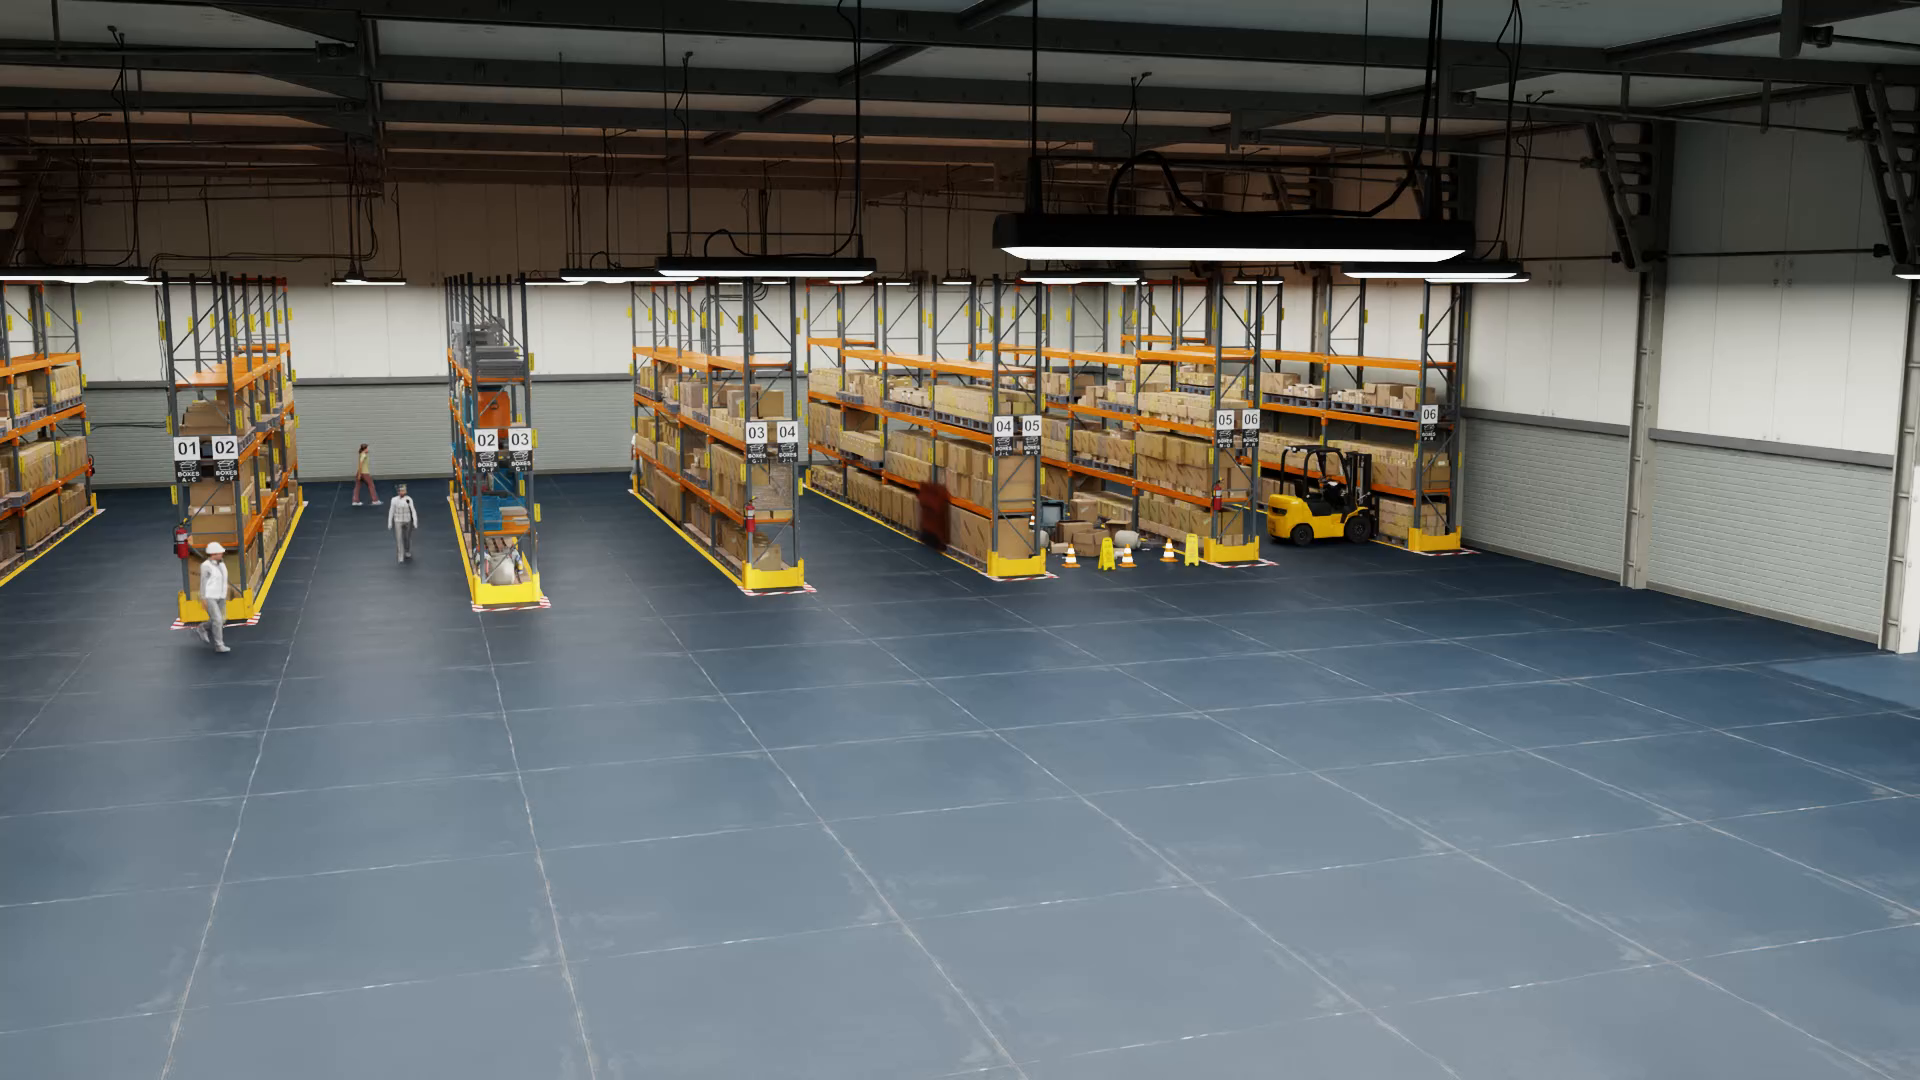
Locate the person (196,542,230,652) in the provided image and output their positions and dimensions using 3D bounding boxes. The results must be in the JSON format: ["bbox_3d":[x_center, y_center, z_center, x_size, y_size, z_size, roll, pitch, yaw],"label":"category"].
[{"bbox_3d":[-11.903,0.888,26.402,0.855,1.744,0.538,4,9,23],"label":"person"}]

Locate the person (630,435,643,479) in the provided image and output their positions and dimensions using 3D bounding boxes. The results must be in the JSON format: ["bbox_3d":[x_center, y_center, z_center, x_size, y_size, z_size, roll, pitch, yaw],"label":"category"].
[{"bbox_3d":[-9.397,-2.563,49.185,1.113,1.698,0.582,5,10,30],"label":"person"}]

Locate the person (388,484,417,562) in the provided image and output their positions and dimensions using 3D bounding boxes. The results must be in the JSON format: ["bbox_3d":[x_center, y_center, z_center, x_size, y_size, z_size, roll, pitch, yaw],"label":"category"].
[{"bbox_3d":[-11.784,-0.387,35.138,0.593,1.610,1.042,-3,9,-18],"label":"person"}]

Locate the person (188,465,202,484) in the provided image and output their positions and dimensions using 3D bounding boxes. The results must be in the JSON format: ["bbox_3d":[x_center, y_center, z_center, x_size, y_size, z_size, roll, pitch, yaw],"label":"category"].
[{"bbox_3d":[-18.889,-1.304,41.334,0.621,1.630,0.730,-1,9,-9],"label":"person"}]

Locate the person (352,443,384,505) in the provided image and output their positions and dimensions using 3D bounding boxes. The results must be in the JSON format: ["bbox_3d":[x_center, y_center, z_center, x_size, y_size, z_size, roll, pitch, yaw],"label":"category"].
[{"bbox_3d":[-15.814,-1.745,44.144,0.434,1.643,0.859,6,10,34],"label":"person"}]
